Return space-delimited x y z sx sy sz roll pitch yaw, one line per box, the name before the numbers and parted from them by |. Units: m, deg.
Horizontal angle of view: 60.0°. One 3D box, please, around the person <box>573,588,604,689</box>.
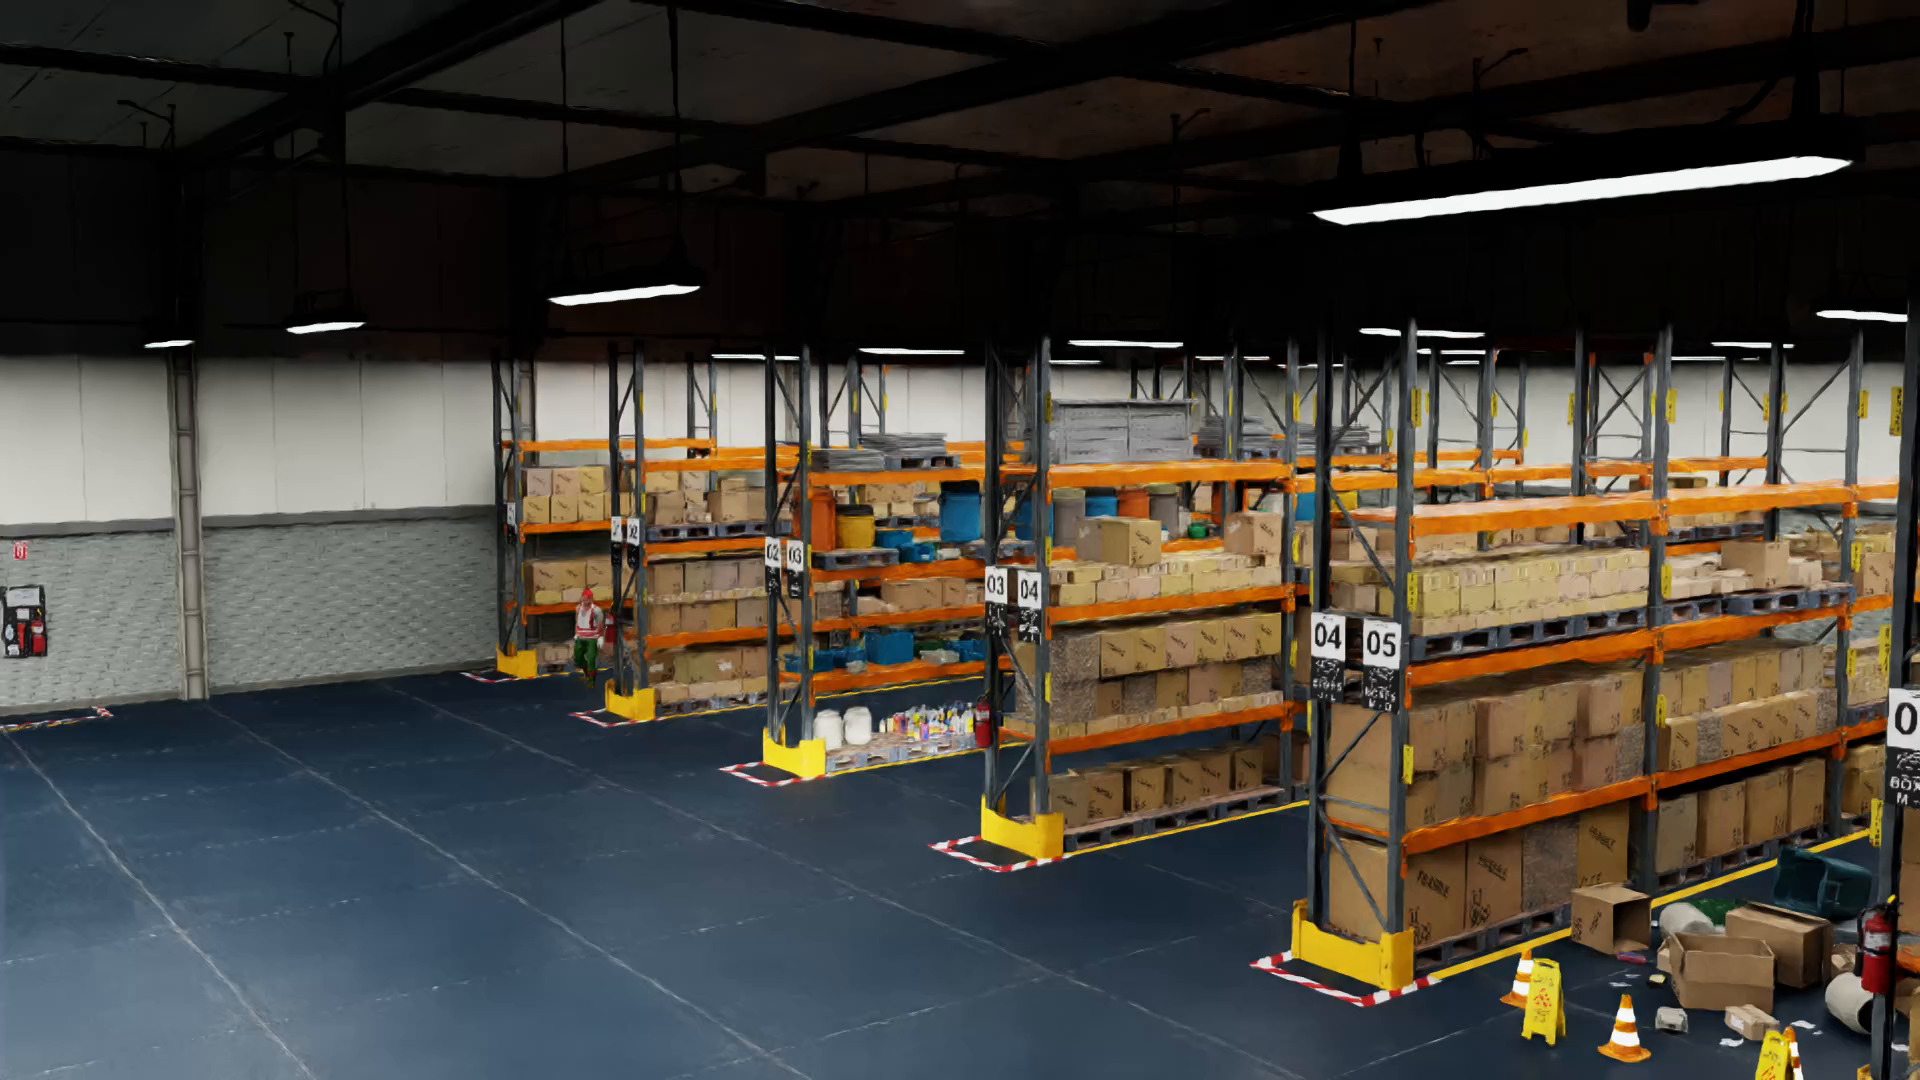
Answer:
person | -6.514 1.716 29.225 0.591 1.780 0.573 2 5 18
